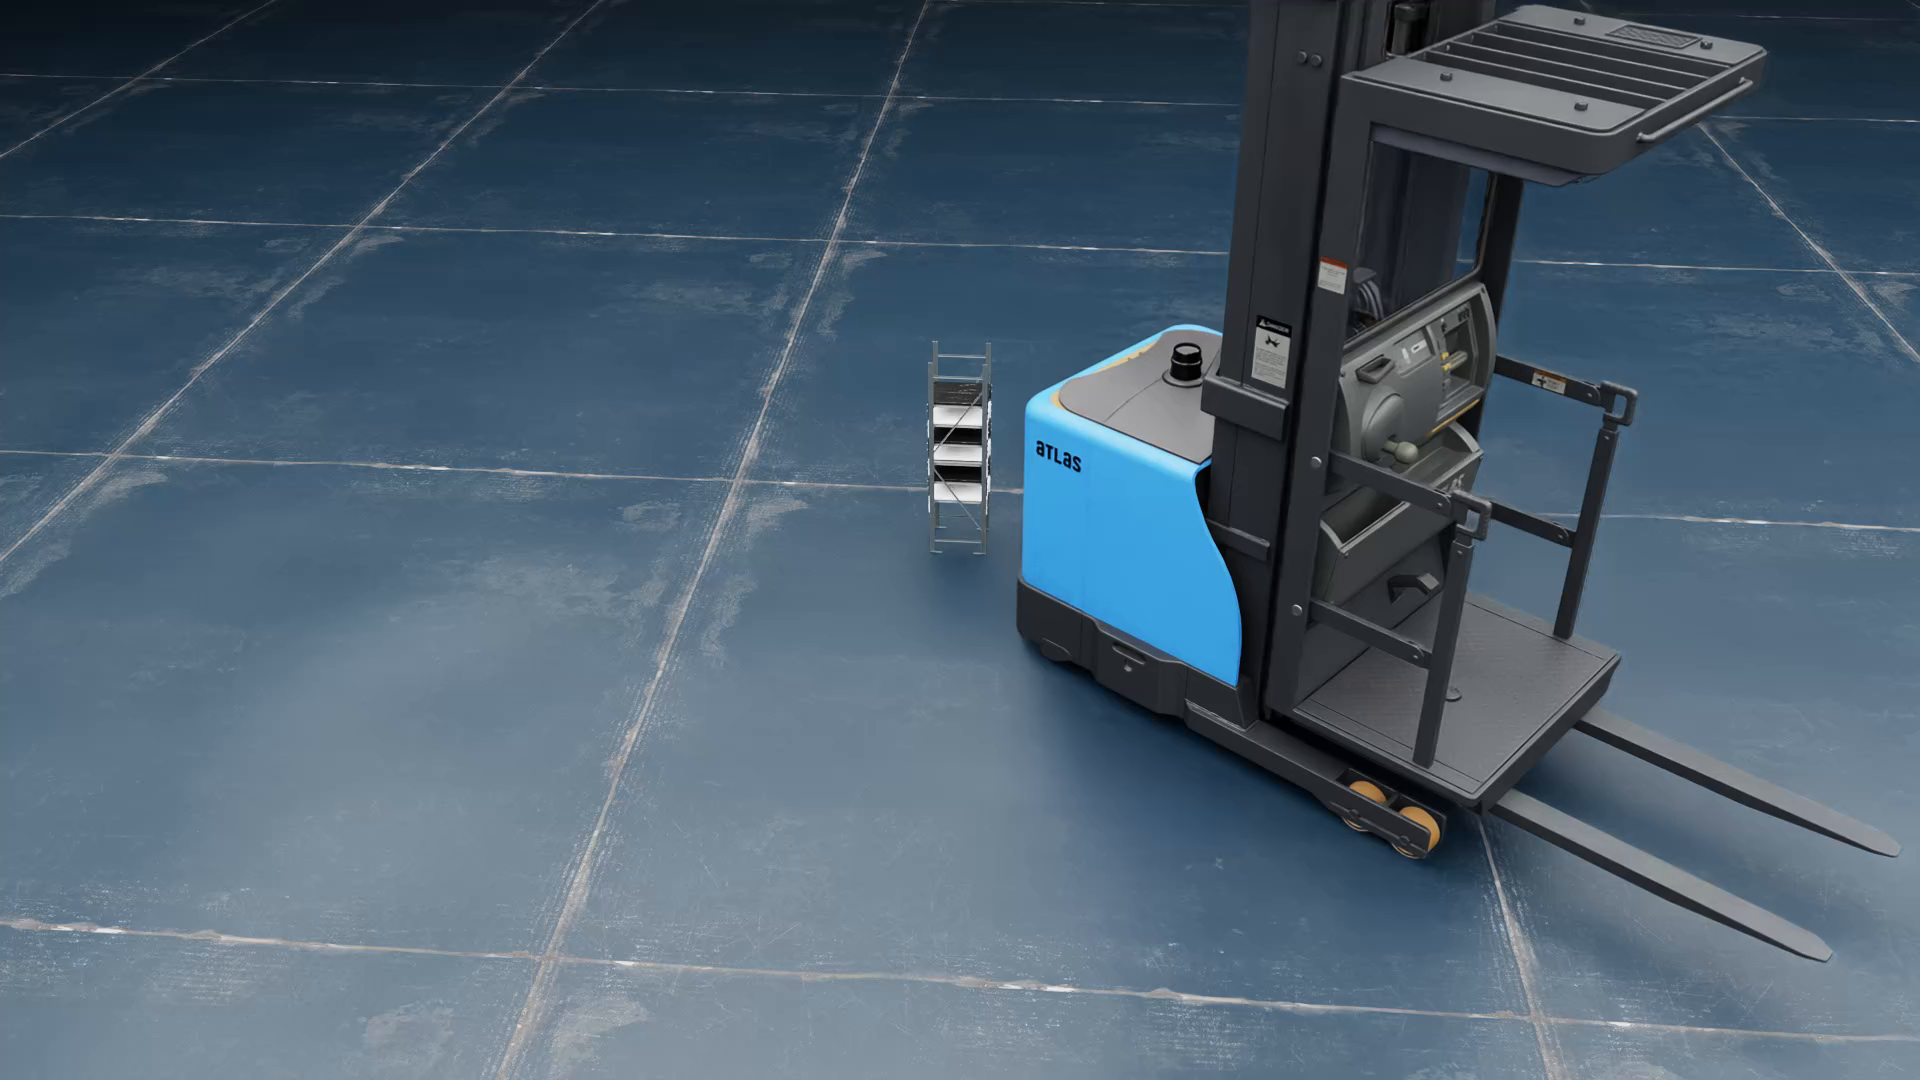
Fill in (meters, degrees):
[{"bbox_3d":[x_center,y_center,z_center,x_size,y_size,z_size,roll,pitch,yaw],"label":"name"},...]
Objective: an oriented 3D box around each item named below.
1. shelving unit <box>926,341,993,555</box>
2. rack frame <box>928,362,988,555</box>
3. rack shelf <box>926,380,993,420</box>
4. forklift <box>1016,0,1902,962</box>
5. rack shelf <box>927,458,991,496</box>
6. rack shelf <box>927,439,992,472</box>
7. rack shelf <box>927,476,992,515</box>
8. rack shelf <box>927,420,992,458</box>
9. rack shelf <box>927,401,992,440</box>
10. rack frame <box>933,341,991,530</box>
[{"bbox_3d":[-0.001,-0.379,7.007,0.258,0.900,0.210,2,32,4],"label":"shelving unit"},{"bbox_3d":[-0.009,-0.326,6.921,0.240,0.900,0.006,2,32,4],"label":"rack frame"},{"bbox_3d":[-0.001,-0.580,6.883,0.258,0.077,0.200,2,32,4],"label":"rack shelf"},{"bbox_3d":[1.643,-0.502,5.271,3.031,2.935,1.130,26,40,36],"label":"forklift"},{"bbox_3d":[-0.001,-0.274,7.072,0.258,0.077,0.200,2,32,4],"label":"rack shelf"},{"bbox_3d":[-0.001,-0.350,7.025,0.258,0.077,0.200,2,32,4],"label":"rack shelf"},{"bbox_3d":[-0.001,-0.197,7.119,0.258,0.077,0.200,2,32,4],"label":"rack shelf"},{"bbox_3d":[-0.001,-0.427,6.977,0.258,0.077,0.200,2,32,4],"label":"rack shelf"},{"bbox_3d":[-0.001,-0.504,6.930,0.258,0.077,0.200,2,32,4],"label":"rack shelf"},{"bbox_3d":[0.008,-0.432,7.093,0.240,0.900,0.006,2,32,4],"label":"rack frame"}]
